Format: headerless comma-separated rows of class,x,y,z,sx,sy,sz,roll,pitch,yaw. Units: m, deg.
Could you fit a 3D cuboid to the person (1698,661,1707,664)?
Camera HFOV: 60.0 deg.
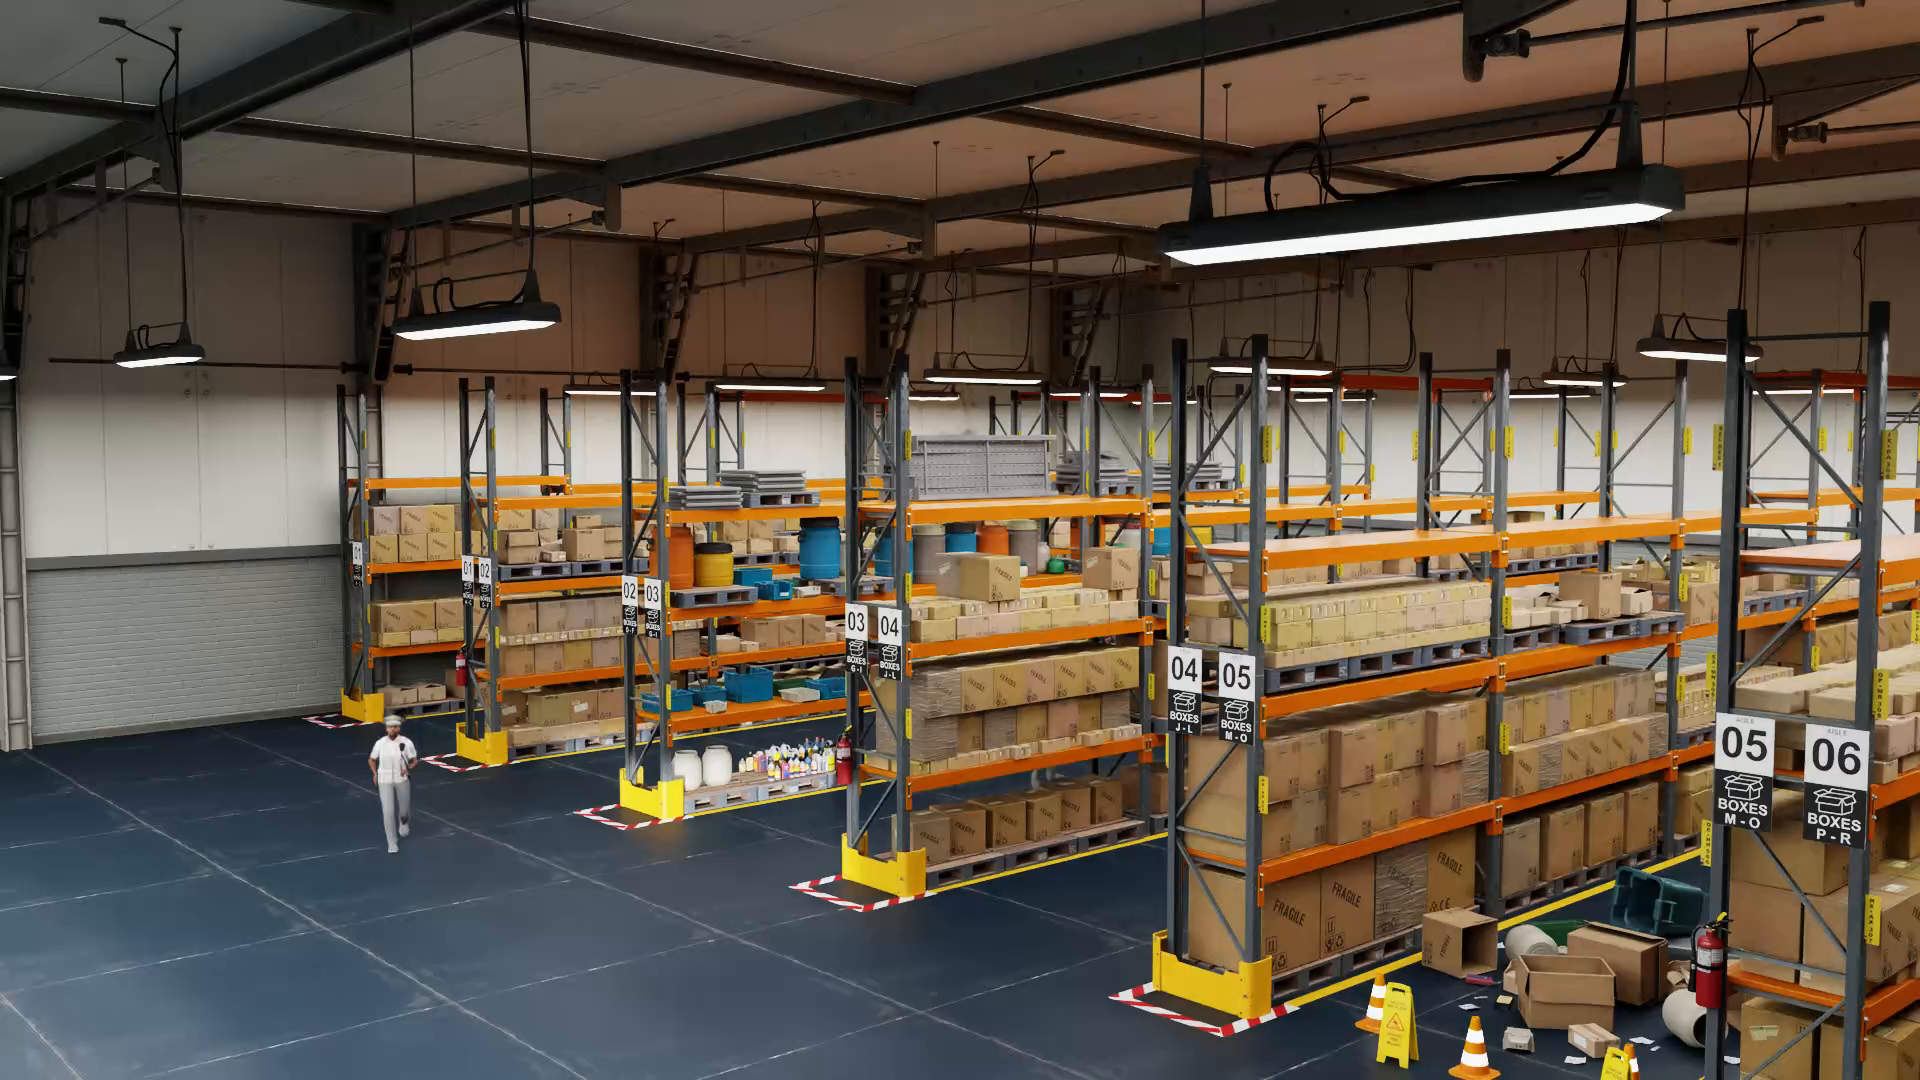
person,11.252,2.674,25.147,0.618,1.702,0.876,4,5,44

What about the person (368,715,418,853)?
person,-7.004,2.986,20.556,0.584,1.655,0.697,-1,4,-17

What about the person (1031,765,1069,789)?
person,1.208,2.849,22.644,0.618,1.698,0.857,4,5,44
